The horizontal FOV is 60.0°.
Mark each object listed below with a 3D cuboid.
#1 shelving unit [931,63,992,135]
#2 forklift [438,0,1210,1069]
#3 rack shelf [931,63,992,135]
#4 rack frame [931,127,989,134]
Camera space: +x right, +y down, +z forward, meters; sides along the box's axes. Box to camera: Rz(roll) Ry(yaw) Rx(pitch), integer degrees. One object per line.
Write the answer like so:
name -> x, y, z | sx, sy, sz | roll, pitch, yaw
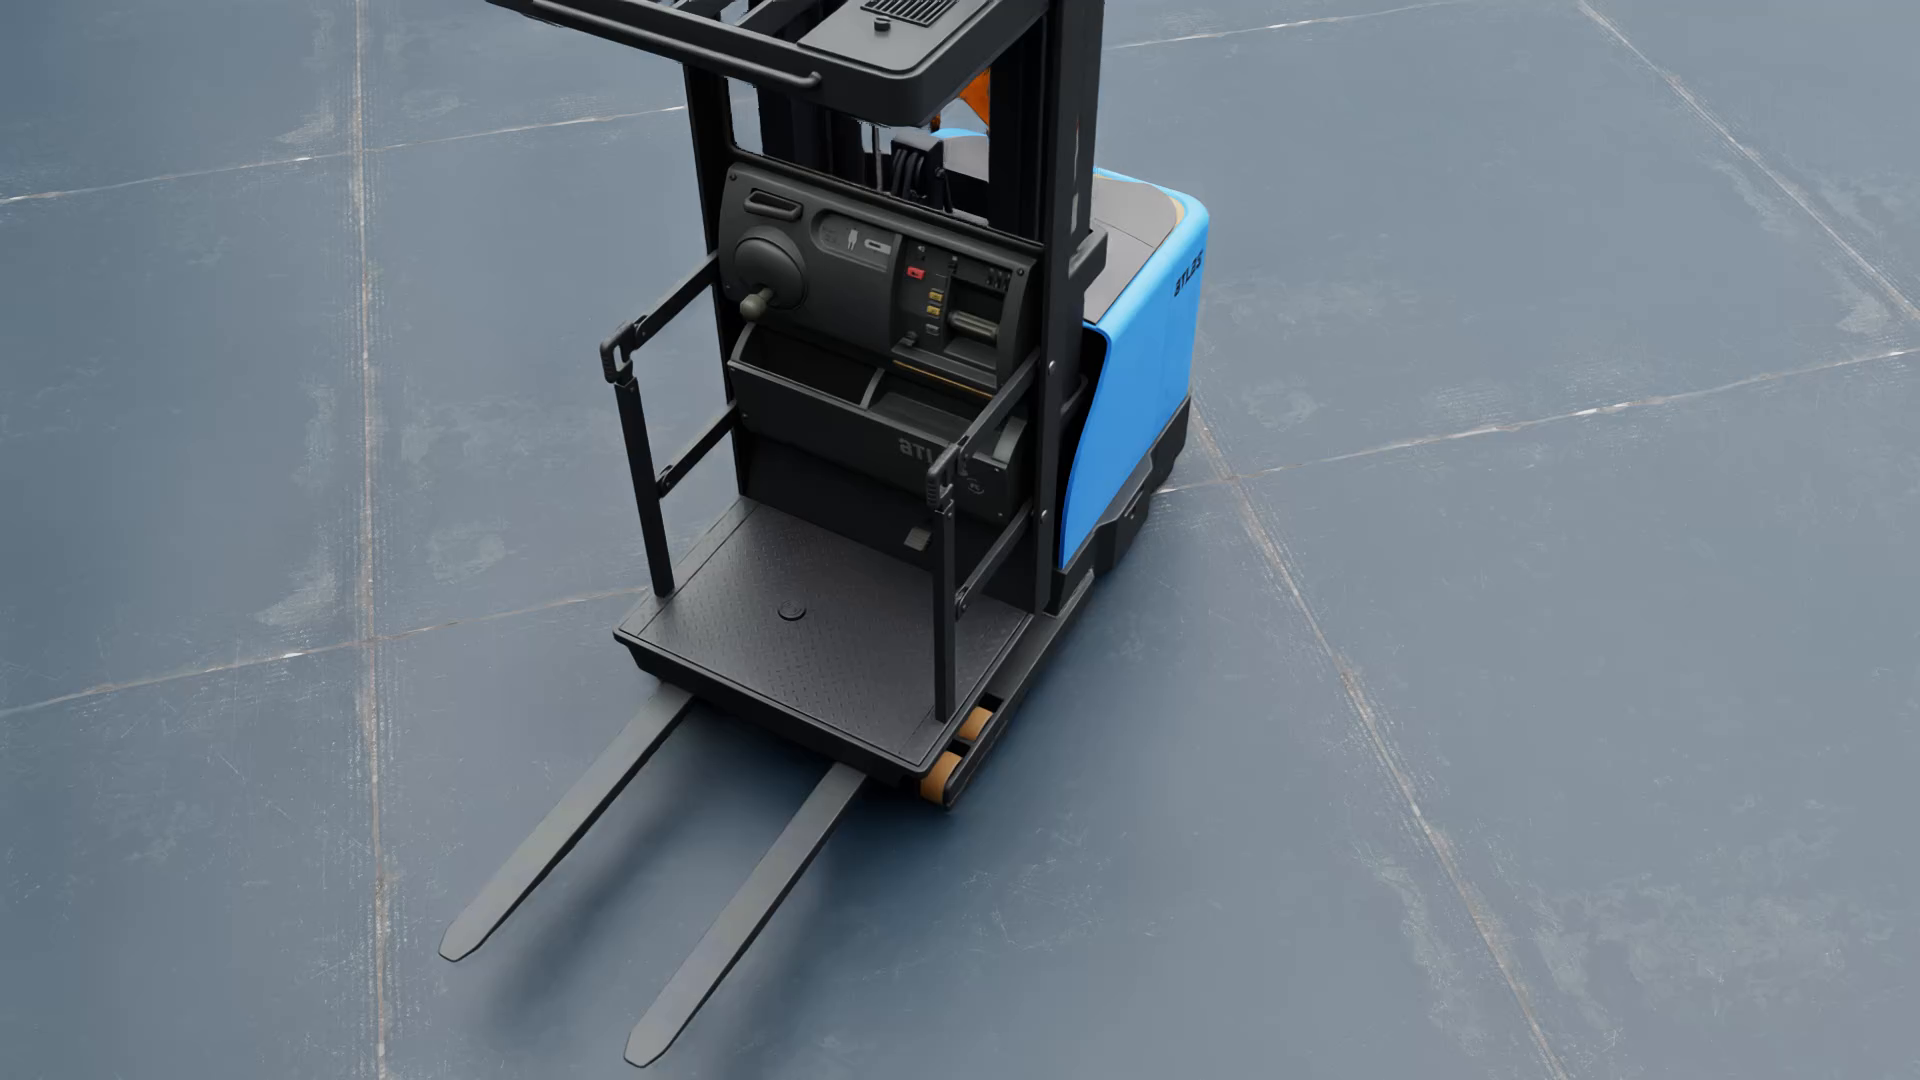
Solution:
shelving unit -> 0.184, -1.630, 5.877 | 0.431, 2.100, 0.503 | -19, 49, -18
forklift -> -0.345, -0.611, 4.297 | 1.130, 2.935, 3.031 | 22, 49, 20
rack shelf -> 0.184, -1.620, 5.887 | 0.431, 0.518, 0.480 | -19, 49, -18
rack frame -> 0.077, -1.786, 6.030 | 0.400, 2.100, 0.015 | -19, 49, -18
